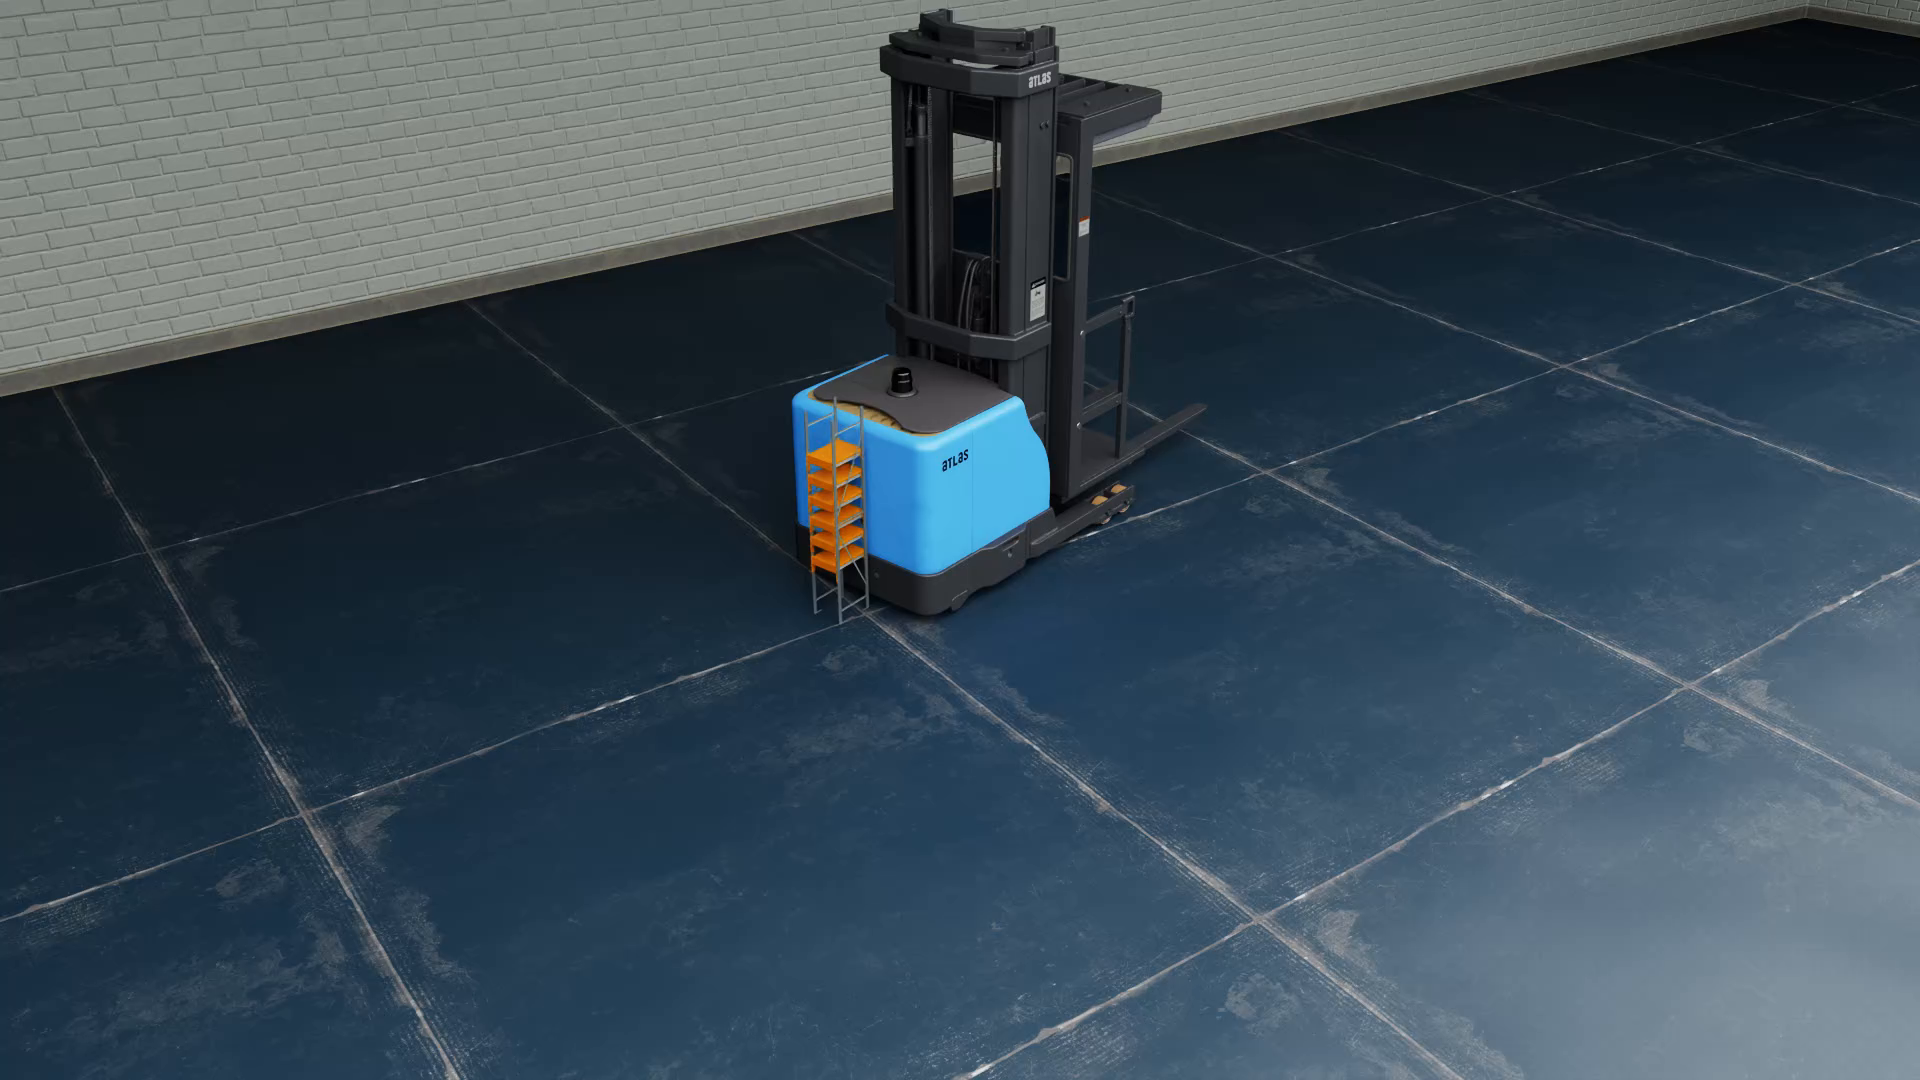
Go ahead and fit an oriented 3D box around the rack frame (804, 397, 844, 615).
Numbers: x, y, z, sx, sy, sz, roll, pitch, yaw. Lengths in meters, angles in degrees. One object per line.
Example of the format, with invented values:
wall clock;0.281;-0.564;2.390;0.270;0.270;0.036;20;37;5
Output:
rack frame;-0.716;-0.168;8.803;0.006;1.200;0.240;21;35;33

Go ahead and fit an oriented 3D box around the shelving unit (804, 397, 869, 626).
shelving unit;-0.644;-0.141;8.753;0.189;1.200;0.258;21;35;33

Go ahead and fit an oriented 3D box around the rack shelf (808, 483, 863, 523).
rack shelf;-0.644;-0.208;8.717;0.180;0.103;0.258;21;35;33

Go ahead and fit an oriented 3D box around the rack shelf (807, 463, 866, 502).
rack shelf;-0.644;-0.313;8.659;0.180;0.103;0.258;21;35;33

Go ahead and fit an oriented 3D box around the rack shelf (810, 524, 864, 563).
rack shelf;-0.644;0.003;8.831;0.180;0.103;0.258;21;35;33

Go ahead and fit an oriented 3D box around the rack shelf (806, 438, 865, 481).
rack shelf;-0.644;-0.419;8.602;0.180;0.103;0.258;21;35;33

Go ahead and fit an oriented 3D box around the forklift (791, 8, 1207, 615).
forklift;0.402;-1.520;9.477;1.130;2.935;3.031;22;35;34

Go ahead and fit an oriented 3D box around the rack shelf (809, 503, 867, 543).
rack shelf;-0.644;-0.102;8.774;0.180;0.103;0.258;21;35;33

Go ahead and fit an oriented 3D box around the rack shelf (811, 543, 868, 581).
rack shelf;-0.644;0.109;8.889;0.180;0.103;0.258;21;35;33

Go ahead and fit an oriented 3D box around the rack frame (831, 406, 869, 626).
rack frame;-0.572;-0.114;8.703;0.006;1.200;0.240;21;35;33
